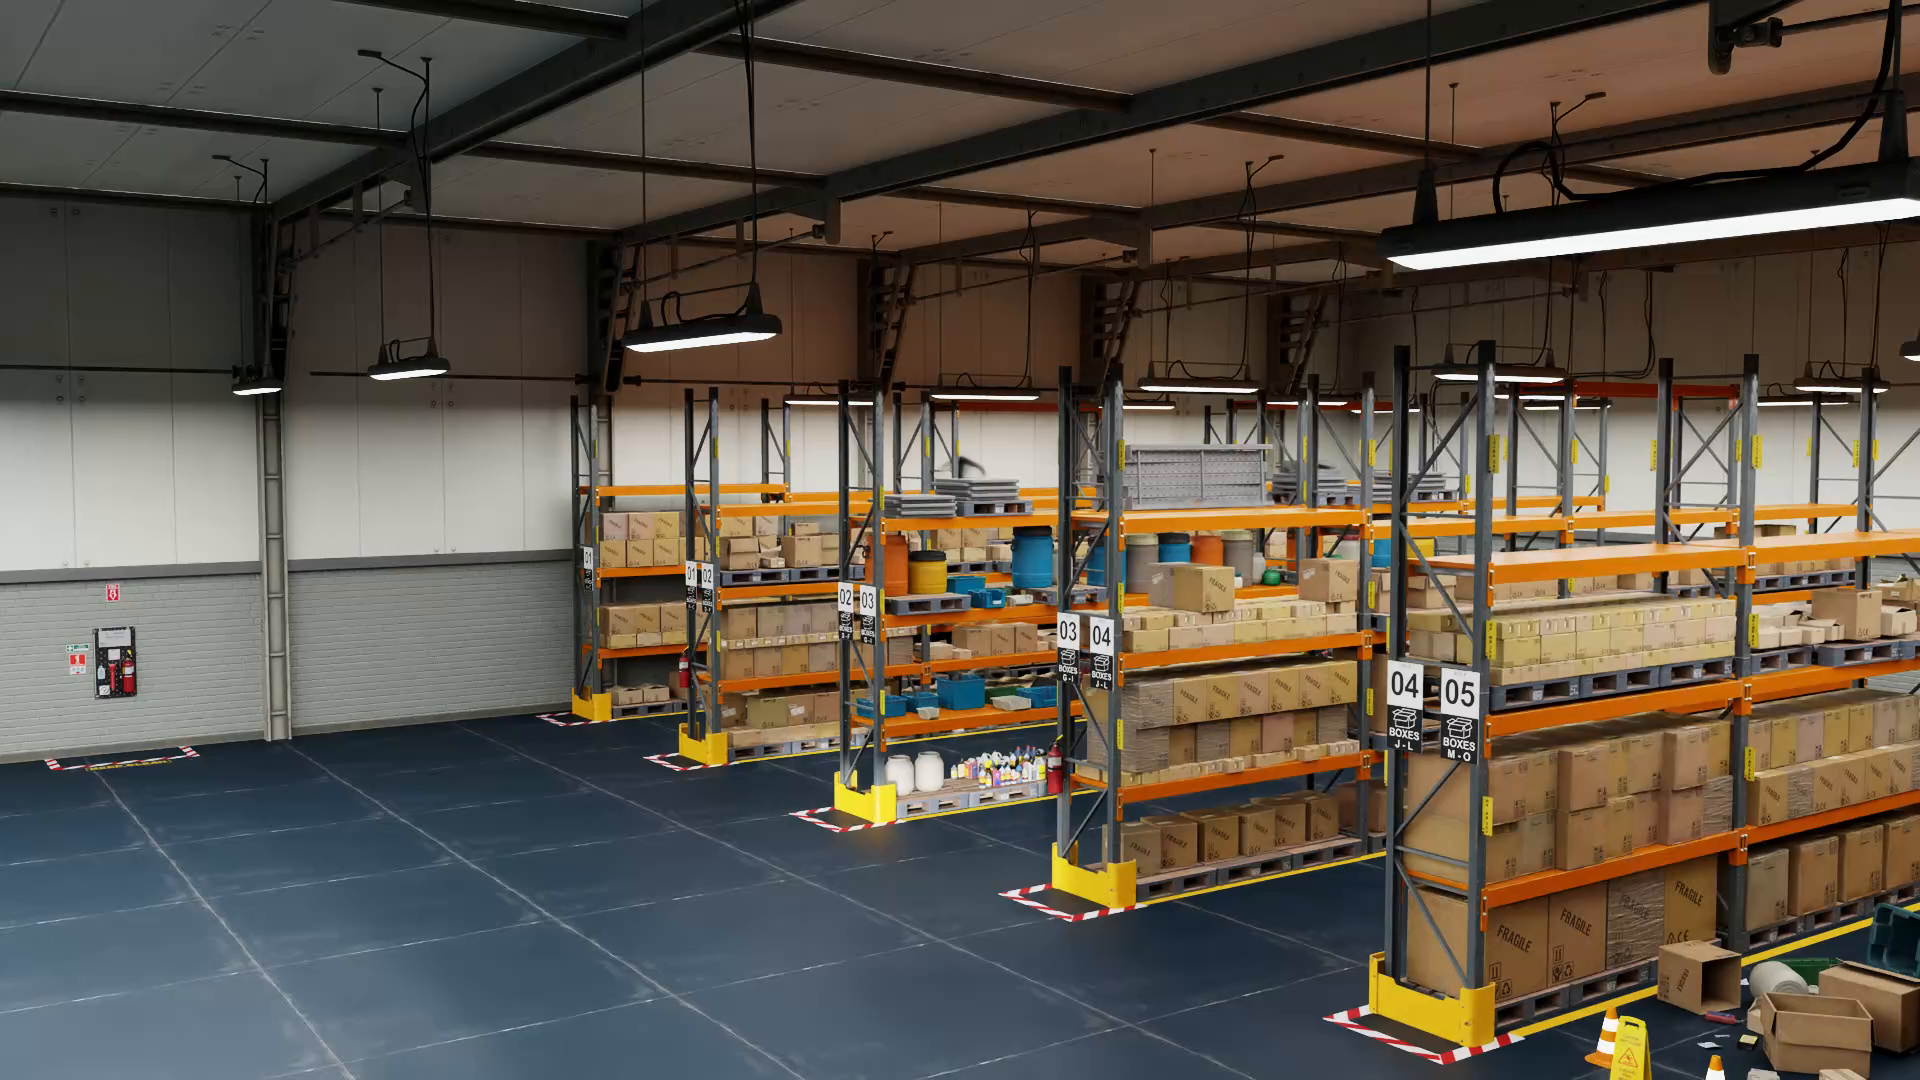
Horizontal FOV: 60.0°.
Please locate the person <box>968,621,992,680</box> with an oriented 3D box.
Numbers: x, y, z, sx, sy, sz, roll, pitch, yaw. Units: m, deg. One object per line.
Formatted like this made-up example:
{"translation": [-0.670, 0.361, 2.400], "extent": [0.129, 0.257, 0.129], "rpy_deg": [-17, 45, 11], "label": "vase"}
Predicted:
{"translation": [0.365, 2.390, 33.313], "extent": [0.591, 1.627, 0.779], "rpy_deg": [1, 3, 11], "label": "person"}
